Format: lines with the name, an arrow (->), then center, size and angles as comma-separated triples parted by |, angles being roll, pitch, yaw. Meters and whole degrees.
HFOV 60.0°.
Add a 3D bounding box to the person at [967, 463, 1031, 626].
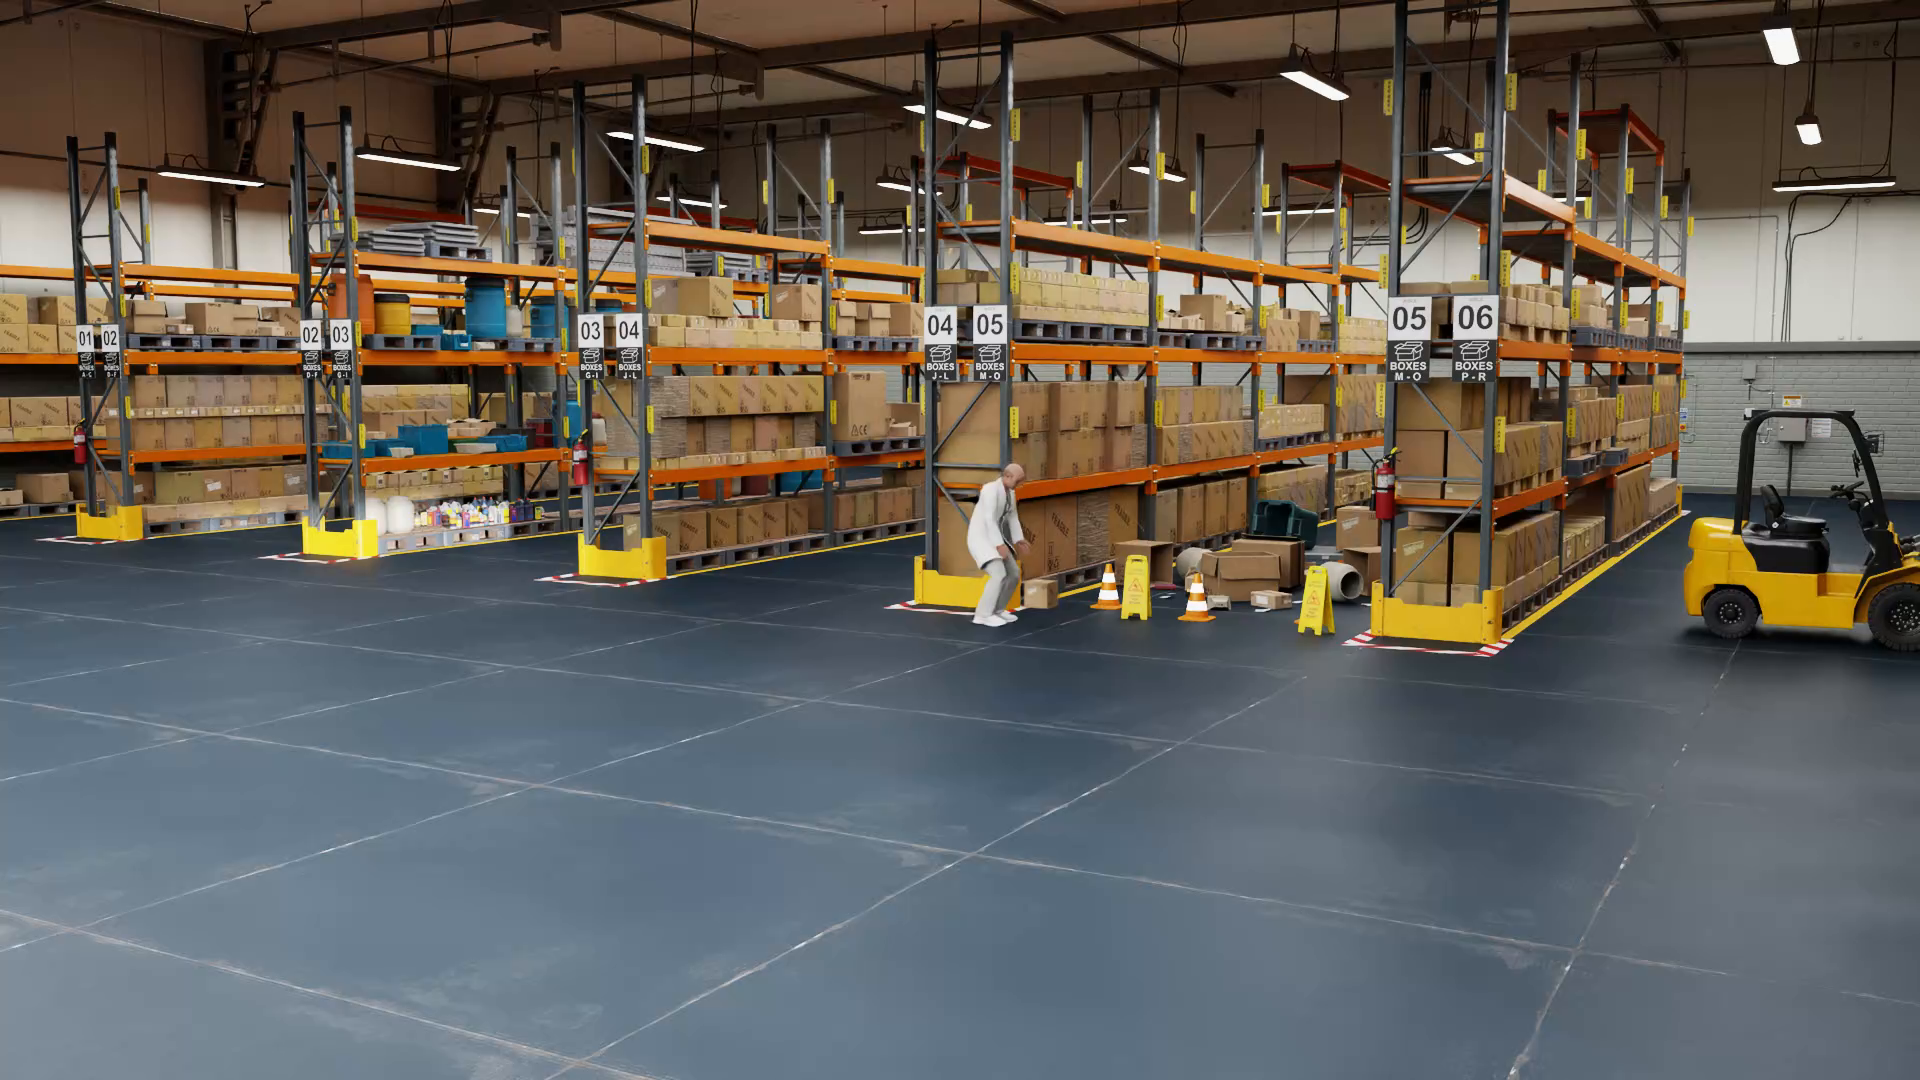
person -> 0.377, 0.032, 16.618 | 0.555, 1.612, 0.618 | 3, 7, 29
